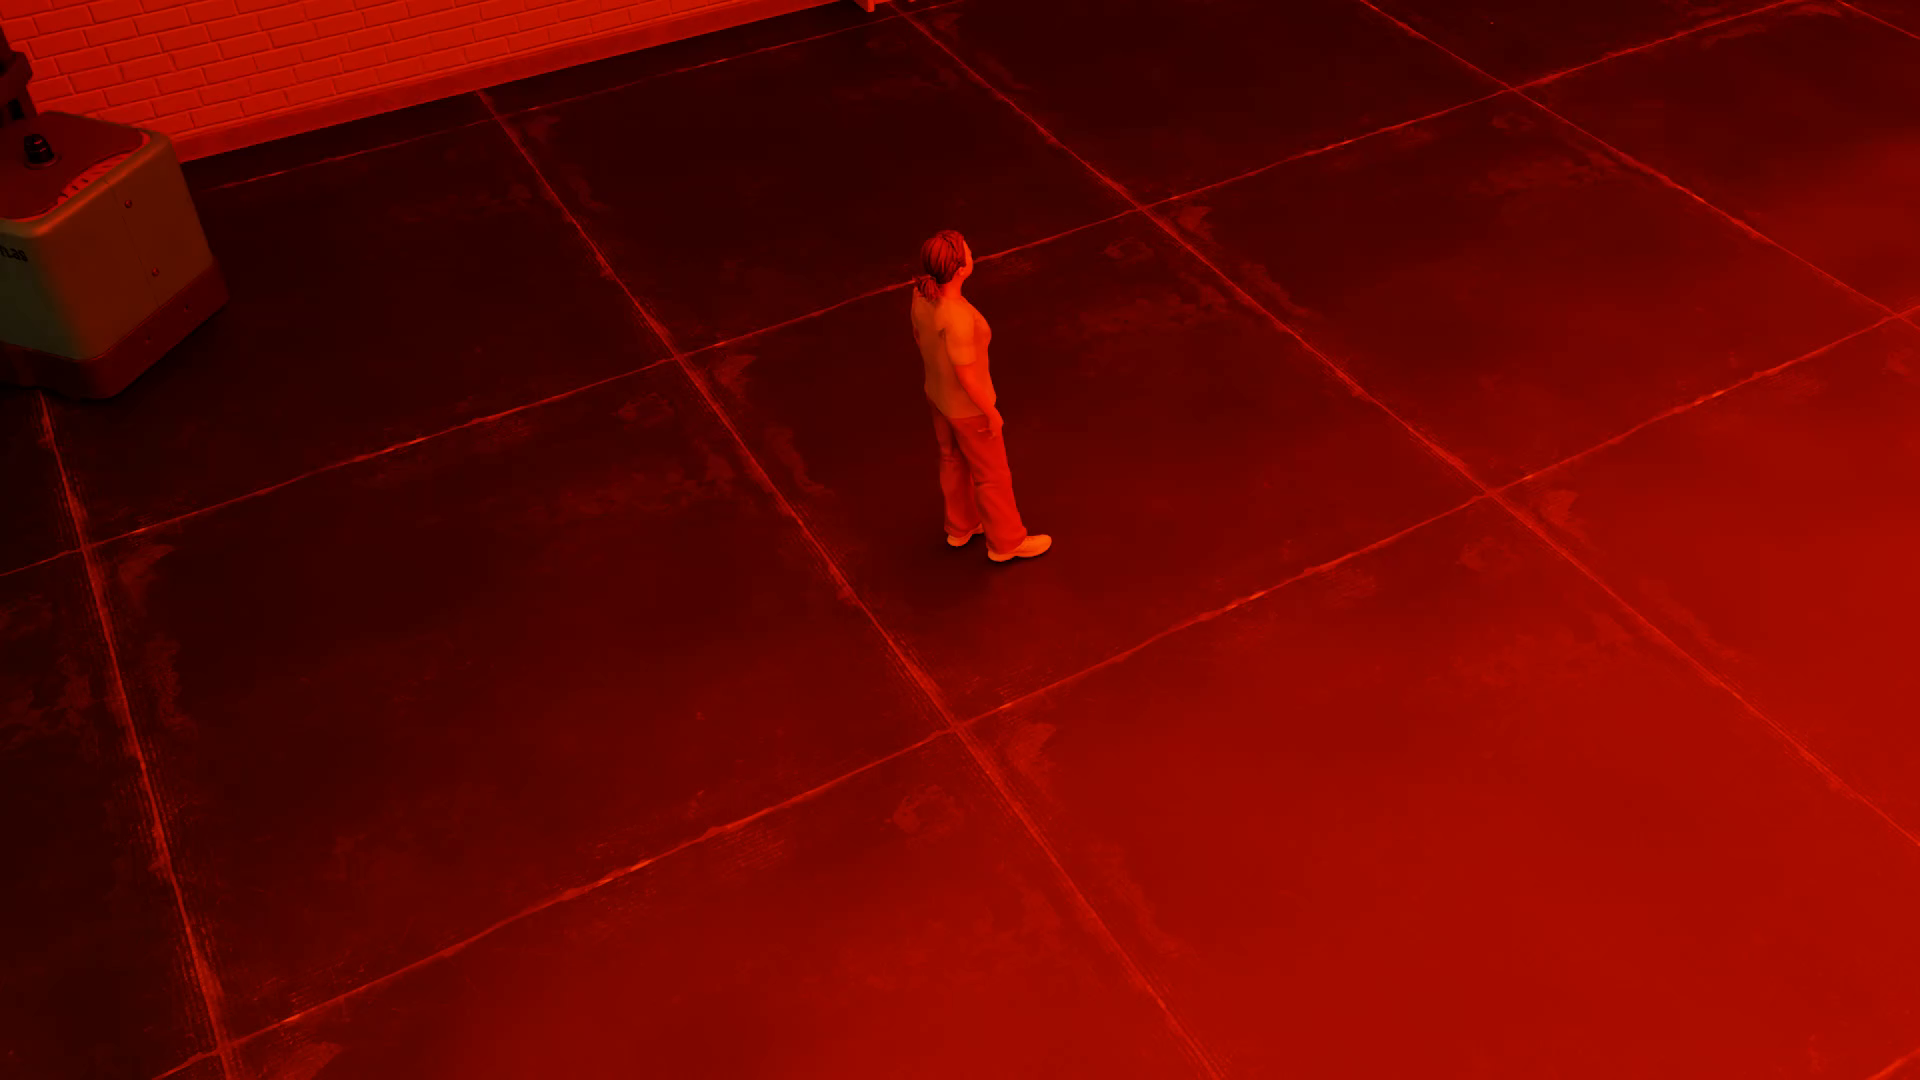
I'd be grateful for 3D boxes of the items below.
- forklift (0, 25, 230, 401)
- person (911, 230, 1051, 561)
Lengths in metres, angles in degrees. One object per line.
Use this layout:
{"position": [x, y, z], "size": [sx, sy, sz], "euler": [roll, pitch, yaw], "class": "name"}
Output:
{"position": [-5.607, -2.405, 8.291], "size": [3.031, 2.935, 1.130], "euler": [14, 45, 14], "class": "forklift"}
{"position": [0.070, -0.638, 7.298], "size": [0.549, 1.675, 0.553], "euler": [-21, 47, -21], "class": "person"}
